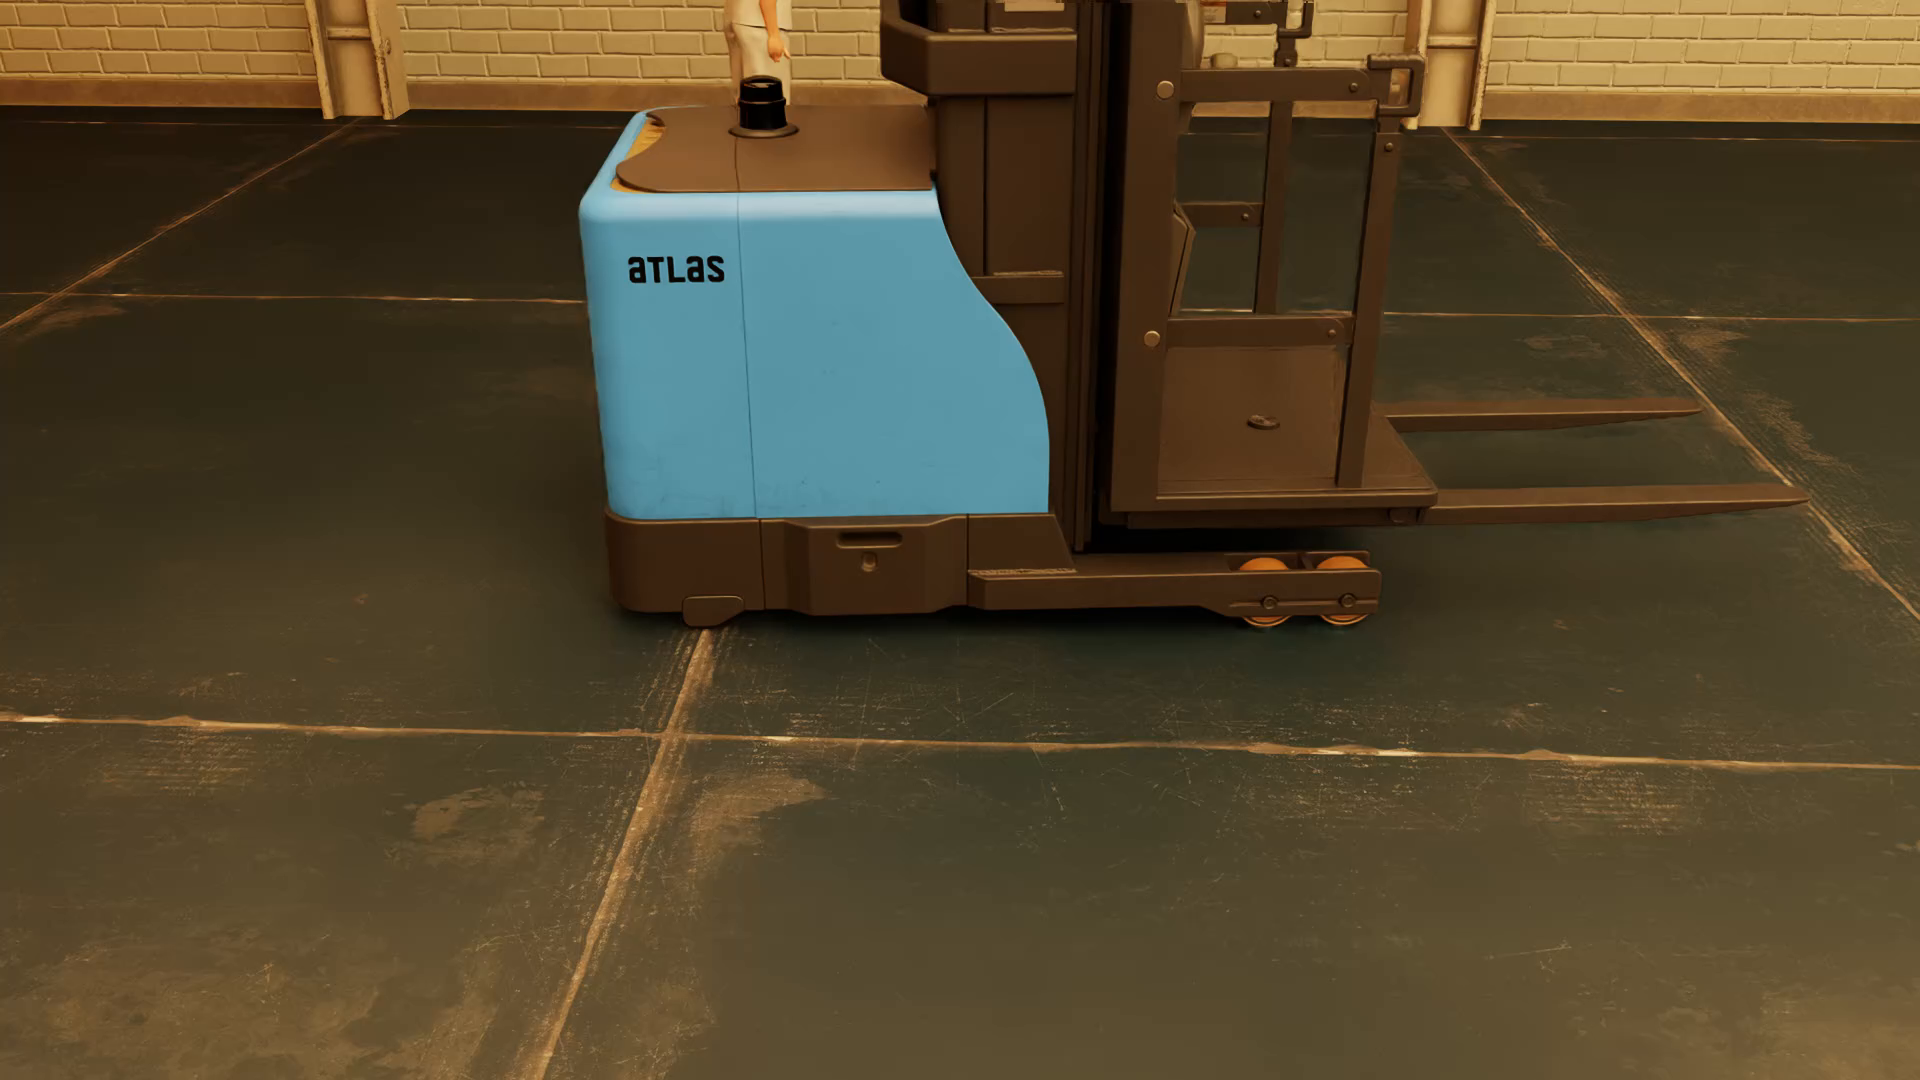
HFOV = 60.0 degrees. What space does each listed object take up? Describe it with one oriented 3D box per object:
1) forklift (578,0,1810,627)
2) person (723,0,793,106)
[{"bbox_3d":[0.638,-1.335,3.916,3.031,2.935,1.130,-1,26,-2],"label":"forklift"},{"bbox_3d":[-0.831,-2.114,6.919,0.371,1.672,0.431,-12,29,-22],"label":"person"}]
